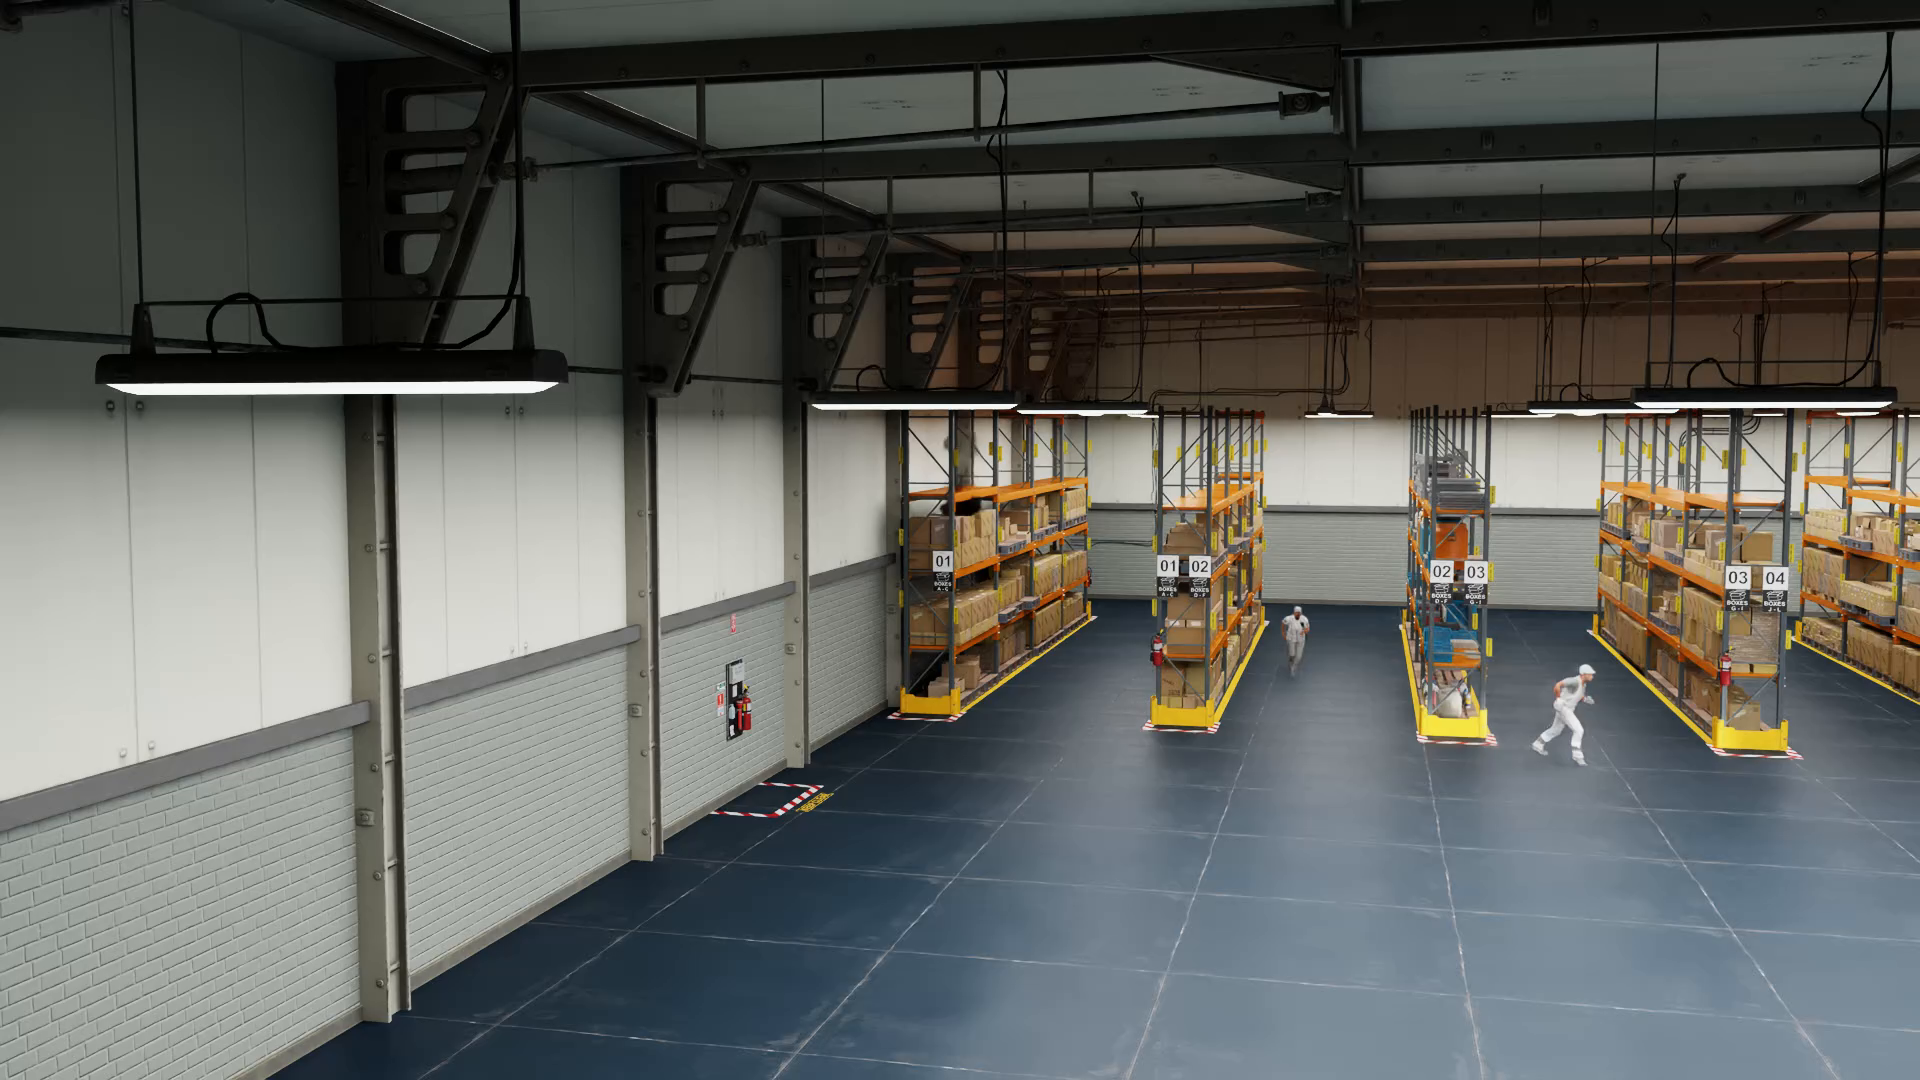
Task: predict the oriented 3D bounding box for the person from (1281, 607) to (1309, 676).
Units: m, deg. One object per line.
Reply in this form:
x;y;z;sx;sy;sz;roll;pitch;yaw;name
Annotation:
7.511;2.274;37.197;0.592;1.593;0.647;0;4;2;person

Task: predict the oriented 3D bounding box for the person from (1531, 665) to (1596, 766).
10.085;2.910;27.807;1.052;1.731;0.677;3;5;40;person
